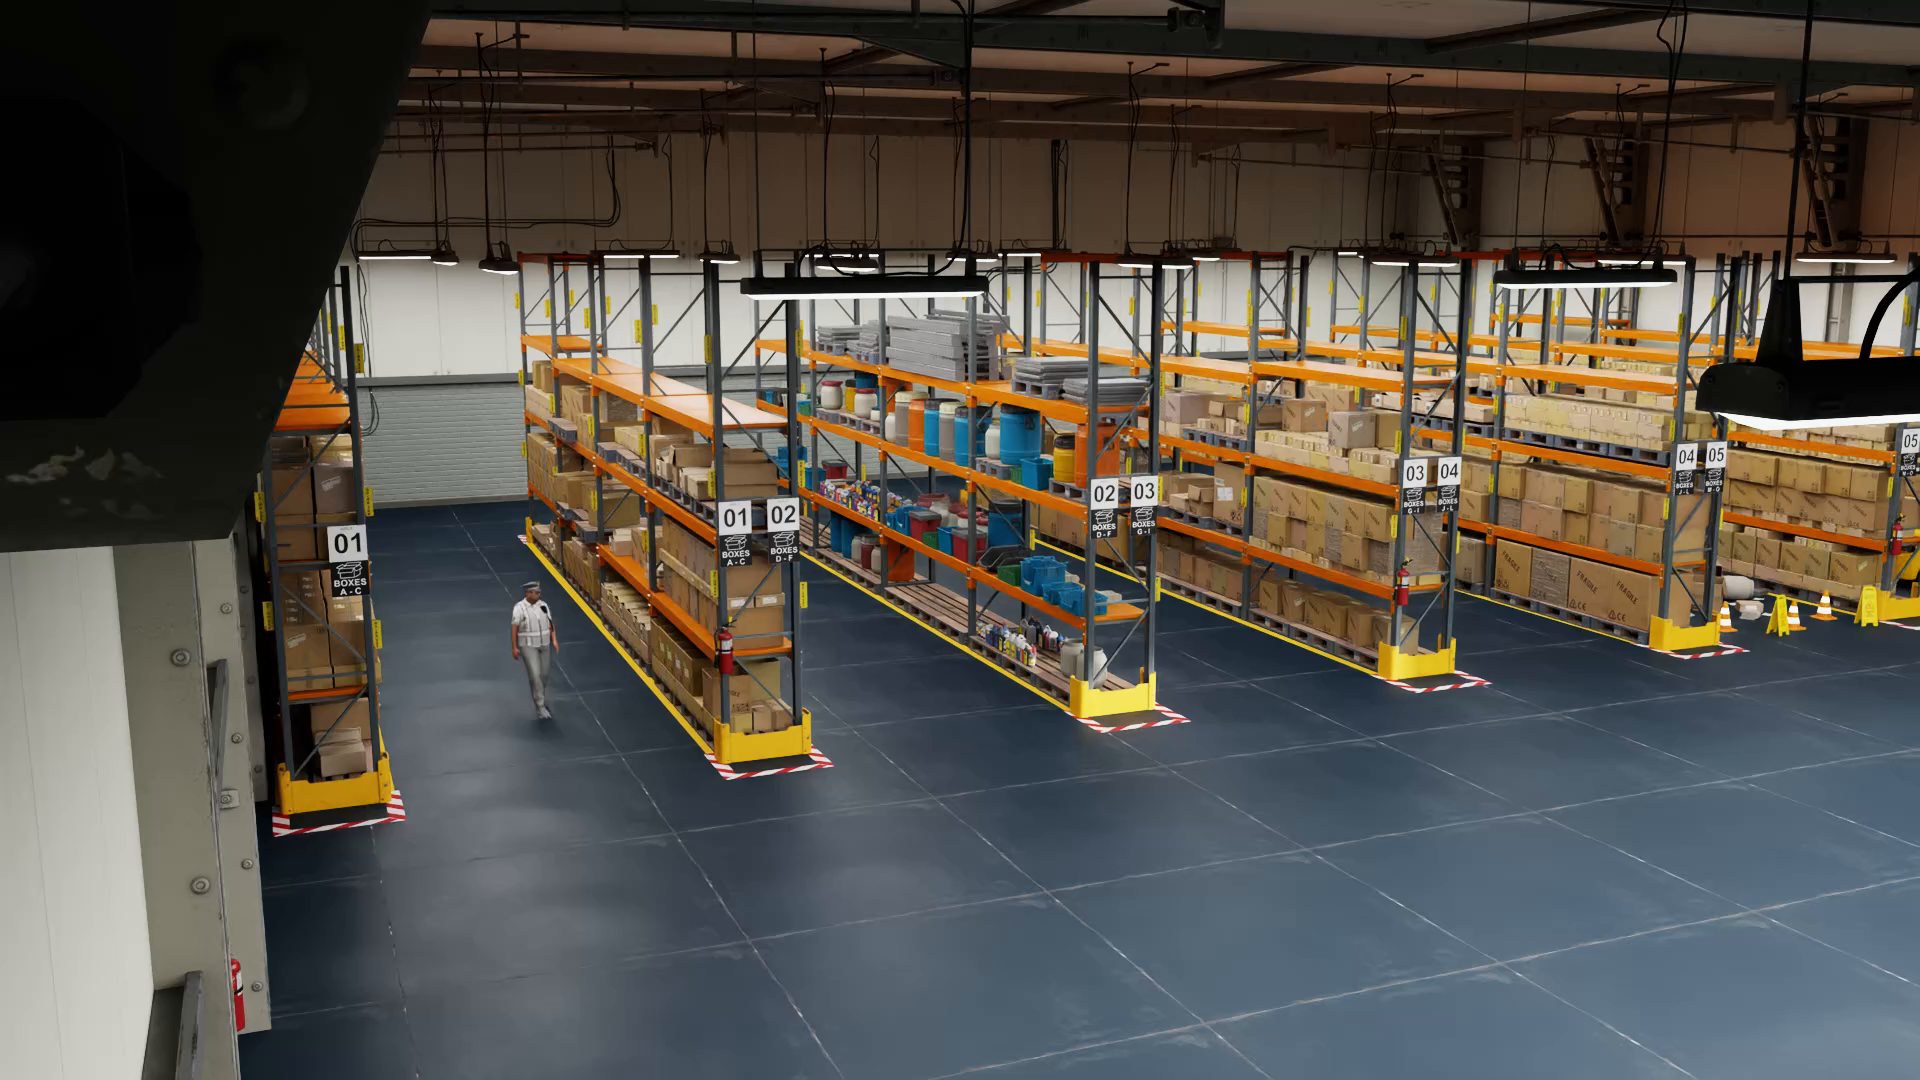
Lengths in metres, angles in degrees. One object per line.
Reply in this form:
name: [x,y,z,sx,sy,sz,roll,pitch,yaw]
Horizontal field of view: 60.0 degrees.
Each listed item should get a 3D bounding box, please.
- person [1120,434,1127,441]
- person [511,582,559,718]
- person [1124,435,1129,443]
person: [3.791,-1.738,39.899,0.551,1.619,0.972,0,10,-3]
person: [-5.632,1.453,22.350,0.759,1.764,0.562,10,14,43]
person: [4.395,-2.399,43.258,0.929,1.756,0.536,-9,14,-42]
